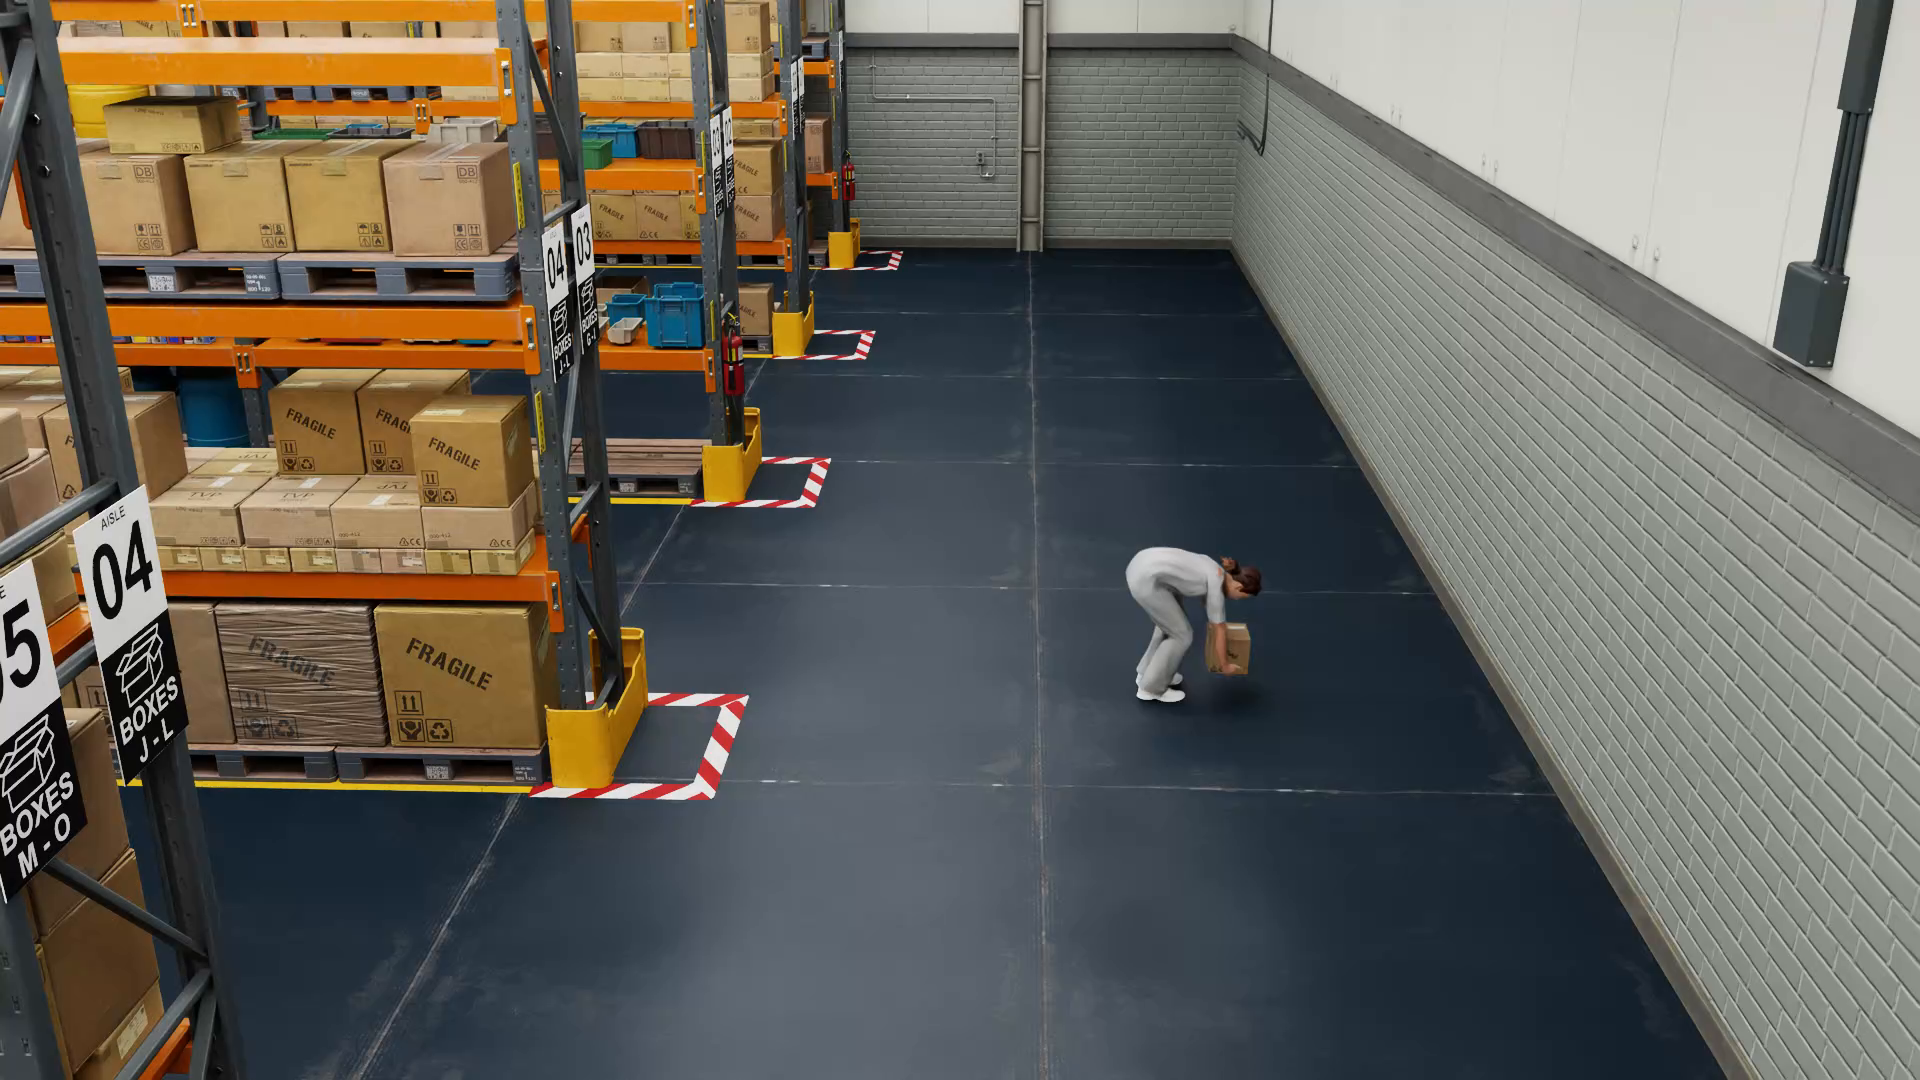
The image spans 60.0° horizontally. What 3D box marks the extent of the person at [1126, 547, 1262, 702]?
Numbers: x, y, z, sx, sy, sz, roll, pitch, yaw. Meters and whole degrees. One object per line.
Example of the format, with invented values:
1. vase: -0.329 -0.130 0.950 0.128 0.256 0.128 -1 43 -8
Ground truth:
1. person: 1.490 0.546 10.680 0.861 0.940 0.452 0 21 -1
